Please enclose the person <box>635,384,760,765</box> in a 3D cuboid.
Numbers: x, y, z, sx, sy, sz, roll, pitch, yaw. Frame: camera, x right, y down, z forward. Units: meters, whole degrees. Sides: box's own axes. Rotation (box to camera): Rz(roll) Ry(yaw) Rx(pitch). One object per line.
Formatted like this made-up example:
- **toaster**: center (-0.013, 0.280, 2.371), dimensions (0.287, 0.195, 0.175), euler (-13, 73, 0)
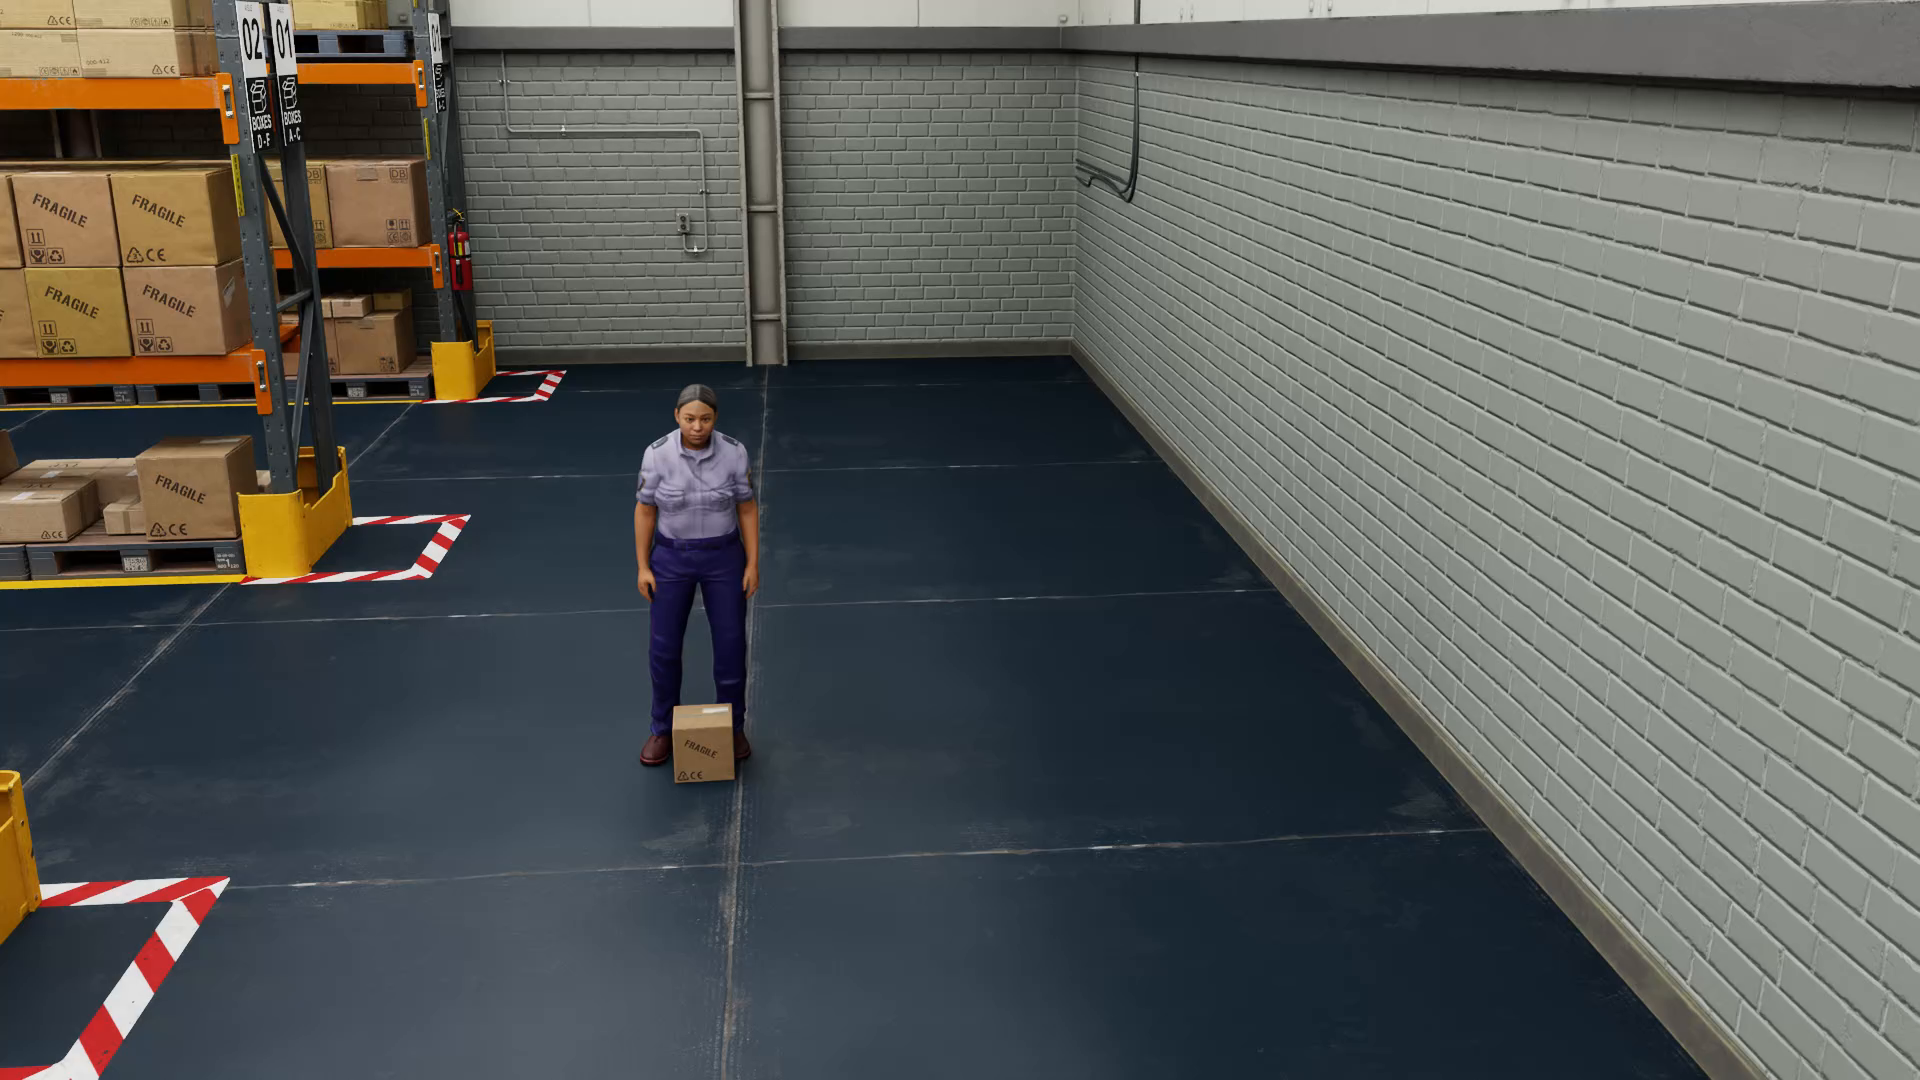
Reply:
- **person**: center (-1.133, 0.136, 7.132), dimensions (0.557, 1.636, 0.372), euler (-3, 17, -9)
